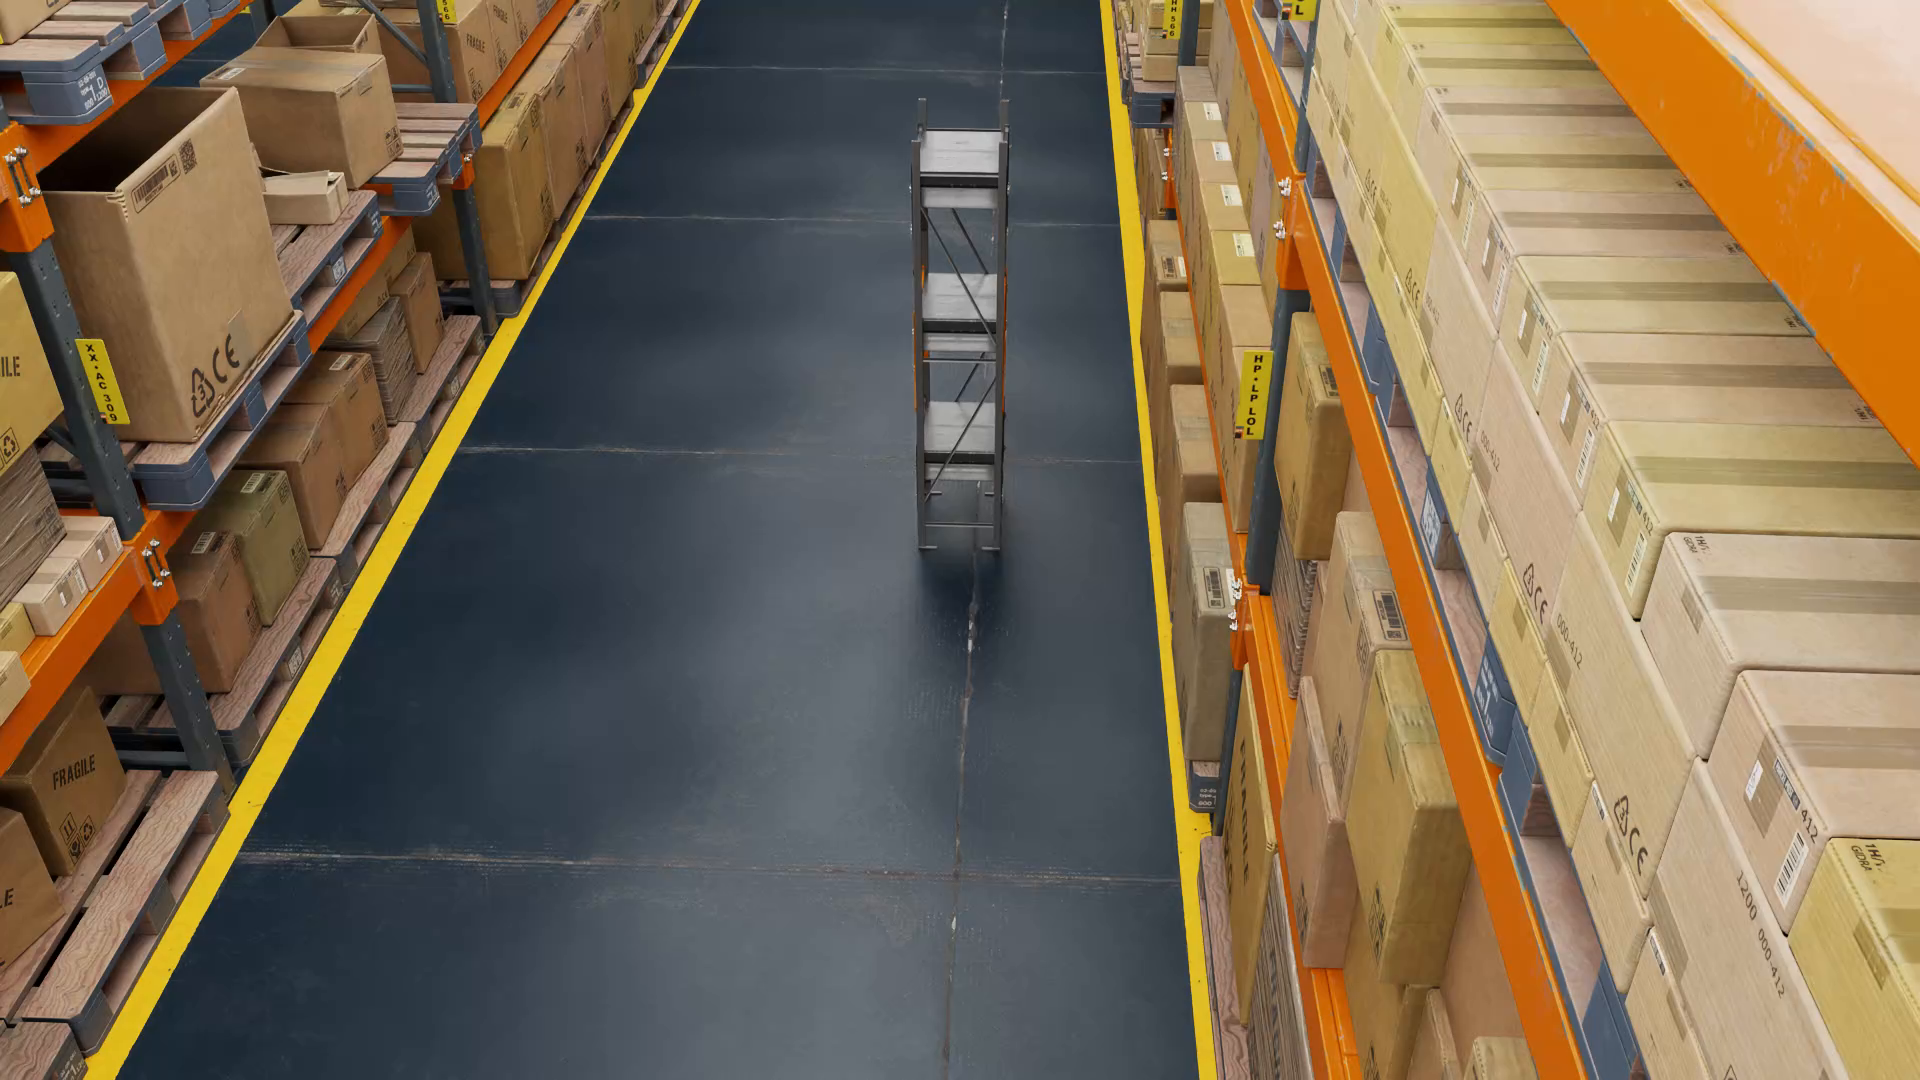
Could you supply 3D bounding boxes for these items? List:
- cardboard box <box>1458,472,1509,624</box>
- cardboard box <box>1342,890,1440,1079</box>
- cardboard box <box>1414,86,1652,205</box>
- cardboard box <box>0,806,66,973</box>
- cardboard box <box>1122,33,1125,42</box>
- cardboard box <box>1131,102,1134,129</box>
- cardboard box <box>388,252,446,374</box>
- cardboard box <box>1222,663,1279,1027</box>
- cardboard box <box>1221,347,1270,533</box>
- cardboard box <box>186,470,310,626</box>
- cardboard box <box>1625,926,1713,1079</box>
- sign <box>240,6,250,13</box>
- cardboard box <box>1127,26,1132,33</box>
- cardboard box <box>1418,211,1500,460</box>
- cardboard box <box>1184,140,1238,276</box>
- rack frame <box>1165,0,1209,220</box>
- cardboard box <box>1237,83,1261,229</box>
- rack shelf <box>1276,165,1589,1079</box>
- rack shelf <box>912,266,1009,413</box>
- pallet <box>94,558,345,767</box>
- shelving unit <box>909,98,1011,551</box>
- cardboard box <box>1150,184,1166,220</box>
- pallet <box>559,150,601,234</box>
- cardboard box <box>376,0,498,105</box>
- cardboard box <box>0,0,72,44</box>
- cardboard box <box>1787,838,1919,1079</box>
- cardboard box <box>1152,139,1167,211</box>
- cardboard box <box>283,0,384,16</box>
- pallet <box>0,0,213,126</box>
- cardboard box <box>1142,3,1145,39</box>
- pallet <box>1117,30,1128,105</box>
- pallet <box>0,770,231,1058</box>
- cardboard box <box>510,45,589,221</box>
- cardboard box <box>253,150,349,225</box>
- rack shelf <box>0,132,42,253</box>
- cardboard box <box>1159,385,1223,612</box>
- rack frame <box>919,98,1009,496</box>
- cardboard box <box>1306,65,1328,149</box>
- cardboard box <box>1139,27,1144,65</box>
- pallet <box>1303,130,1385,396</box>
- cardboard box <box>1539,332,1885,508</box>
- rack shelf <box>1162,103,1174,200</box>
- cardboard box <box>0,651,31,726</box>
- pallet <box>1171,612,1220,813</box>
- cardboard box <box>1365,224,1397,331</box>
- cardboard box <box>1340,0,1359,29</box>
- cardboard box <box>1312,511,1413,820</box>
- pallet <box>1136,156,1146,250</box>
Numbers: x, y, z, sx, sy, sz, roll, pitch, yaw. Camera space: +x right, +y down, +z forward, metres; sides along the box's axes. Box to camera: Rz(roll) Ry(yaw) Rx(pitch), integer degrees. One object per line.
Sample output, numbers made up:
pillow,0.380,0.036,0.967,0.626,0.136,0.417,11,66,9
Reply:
cardboard box,1.059,0.015,2.778,0.380,0.149,0.250,2,35,2
cardboard box,1.431,1.064,3.996,0.875,0.550,0.500,1,35,2
cardboard box,1.089,-0.748,3.170,0.380,0.149,0.250,1,35,2
cardboard box,-3.530,1.219,5.715,0.500,0.500,0.500,12,37,17
cardboard box,1.530,-4.153,13.664,0.380,0.149,0.250,0,35,0
cardboard box,1.520,-3.344,12.209,0.500,0.500,0.500,3,35,4
cardboard box,-3.305,-1.260,9.225,0.700,0.500,0.500,0,35,-1
cardboard box,1.398,1.040,5.644,0.875,0.875,0.875,2,35,3
cardboard box,1.247,-0.364,6.073,0.500,0.500,0.500,1,35,2
cardboard box,-3.374,0.027,7.394,0.700,0.500,0.500,1,35,2
cardboard box,1.018,0.600,1.945,0.380,0.149,0.250,2,35,2
sign,-3.852,-2.973,8.864,0.100,0.325,0.005,1,35,2
cardboard box,1.510,-3.929,13.087,0.380,0.149,0.250,2,35,3
cardboard box,1.136,-0.373,2.982,0.500,0.250,0.500,2,35,2
cardboard box,1.328,-1.523,7.721,0.500,0.500,0.500,1,35,2
rack frame,1.654,-2.315,8.936,1.000,3.000,0.127,1,35,2
cardboard box,1.569,-1.629,7.002,0.700,0.500,0.500,1,35,1
rack shelf,1.413,0.199,3.375,1.077,0.370,4.000,1,35,2
rack shelf,0.007,-0.943,7.789,0.431,0.518,0.480,1,35,2
pallet,-3.429,0.504,7.350,1.003,0.211,1.213,1,35,2
shelving unit,0.007,-0.954,7.782,0.431,2.100,0.503,1,35,2
cardboard box,1.419,-1.849,10.080,0.500,0.500,0.500,1,35,2
pallet,-3.139,-2.498,11.620,1.003,0.211,1.213,1,35,2
cardboard box,-3.006,-2.802,9.541,0.500,0.500,0.500,2,35,3
cardboard box,-3.341,-1.899,5.280,0.797,0.503,0.637,0,35,0
cardboard box,1.007,0.416,1.513,0.380,0.149,0.250,2,35,2
cardboard box,1.420,-2.170,9.886,0.500,0.250,0.500,1,35,1
cardboard box,-3.526,-2.818,9.564,0.500,0.500,0.500,2,35,3
pallet,-3.327,-1.693,5.604,1.213,0.211,1.003,1,35,2
cardboard box,1.228,-2.954,9.439,0.380,0.149,0.250,3,35,4
pallet,1.806,-3.859,13.558,1.003,0.211,1.213,1,35,2
pallet,-3.450,1.338,6.163,1.003,0.211,1.213,1,35,2
cardboard box,-3.206,-2.699,10.964,1.225,0.875,0.875,1,35,2
cardboard box,-3.095,-1.641,7.727,0.396,0.266,0.258,0,35,1
rack shelf,-3.539,0.026,3.621,1.077,0.370,4.000,1,35,2
cardboard box,1.471,-0.182,7.491,1.050,0.750,0.750,1,35,2
rack frame,0.016,-1.094,7.981,0.400,2.100,0.015,1,35,2
cardboard box,1.139,-1.153,4.440,0.380,0.149,0.250,1,35,1
cardboard box,1.226,-2.821,9.509,0.380,0.149,0.250,1,35,2
pallet,1.450,-0.738,4.160,1.003,0.211,1.213,1,35,2
cardboard box,1.049,-0.167,2.343,0.380,0.149,0.250,1,35,2
rack shelf,1.734,-3.170,10.778,1.077,0.370,4.000,1,35,2
cardboard box,-3.162,0.475,5.184,0.380,0.149,0.250,1,35,2
pallet,1.449,0.679,7.101,1.003,0.211,1.213,1,35,2
cardboard box,1.100,-0.569,3.608,0.380,0.149,0.250,1,35,1
cardboard box,1.130,-1.333,4.002,0.380,0.149,0.250,1,35,1
cardboard box,1.379,0.316,4.121,0.875,0.550,0.550,1,35,2
pallet,1.739,-2.323,11.371,1.003,0.211,1.213,1,35,2
